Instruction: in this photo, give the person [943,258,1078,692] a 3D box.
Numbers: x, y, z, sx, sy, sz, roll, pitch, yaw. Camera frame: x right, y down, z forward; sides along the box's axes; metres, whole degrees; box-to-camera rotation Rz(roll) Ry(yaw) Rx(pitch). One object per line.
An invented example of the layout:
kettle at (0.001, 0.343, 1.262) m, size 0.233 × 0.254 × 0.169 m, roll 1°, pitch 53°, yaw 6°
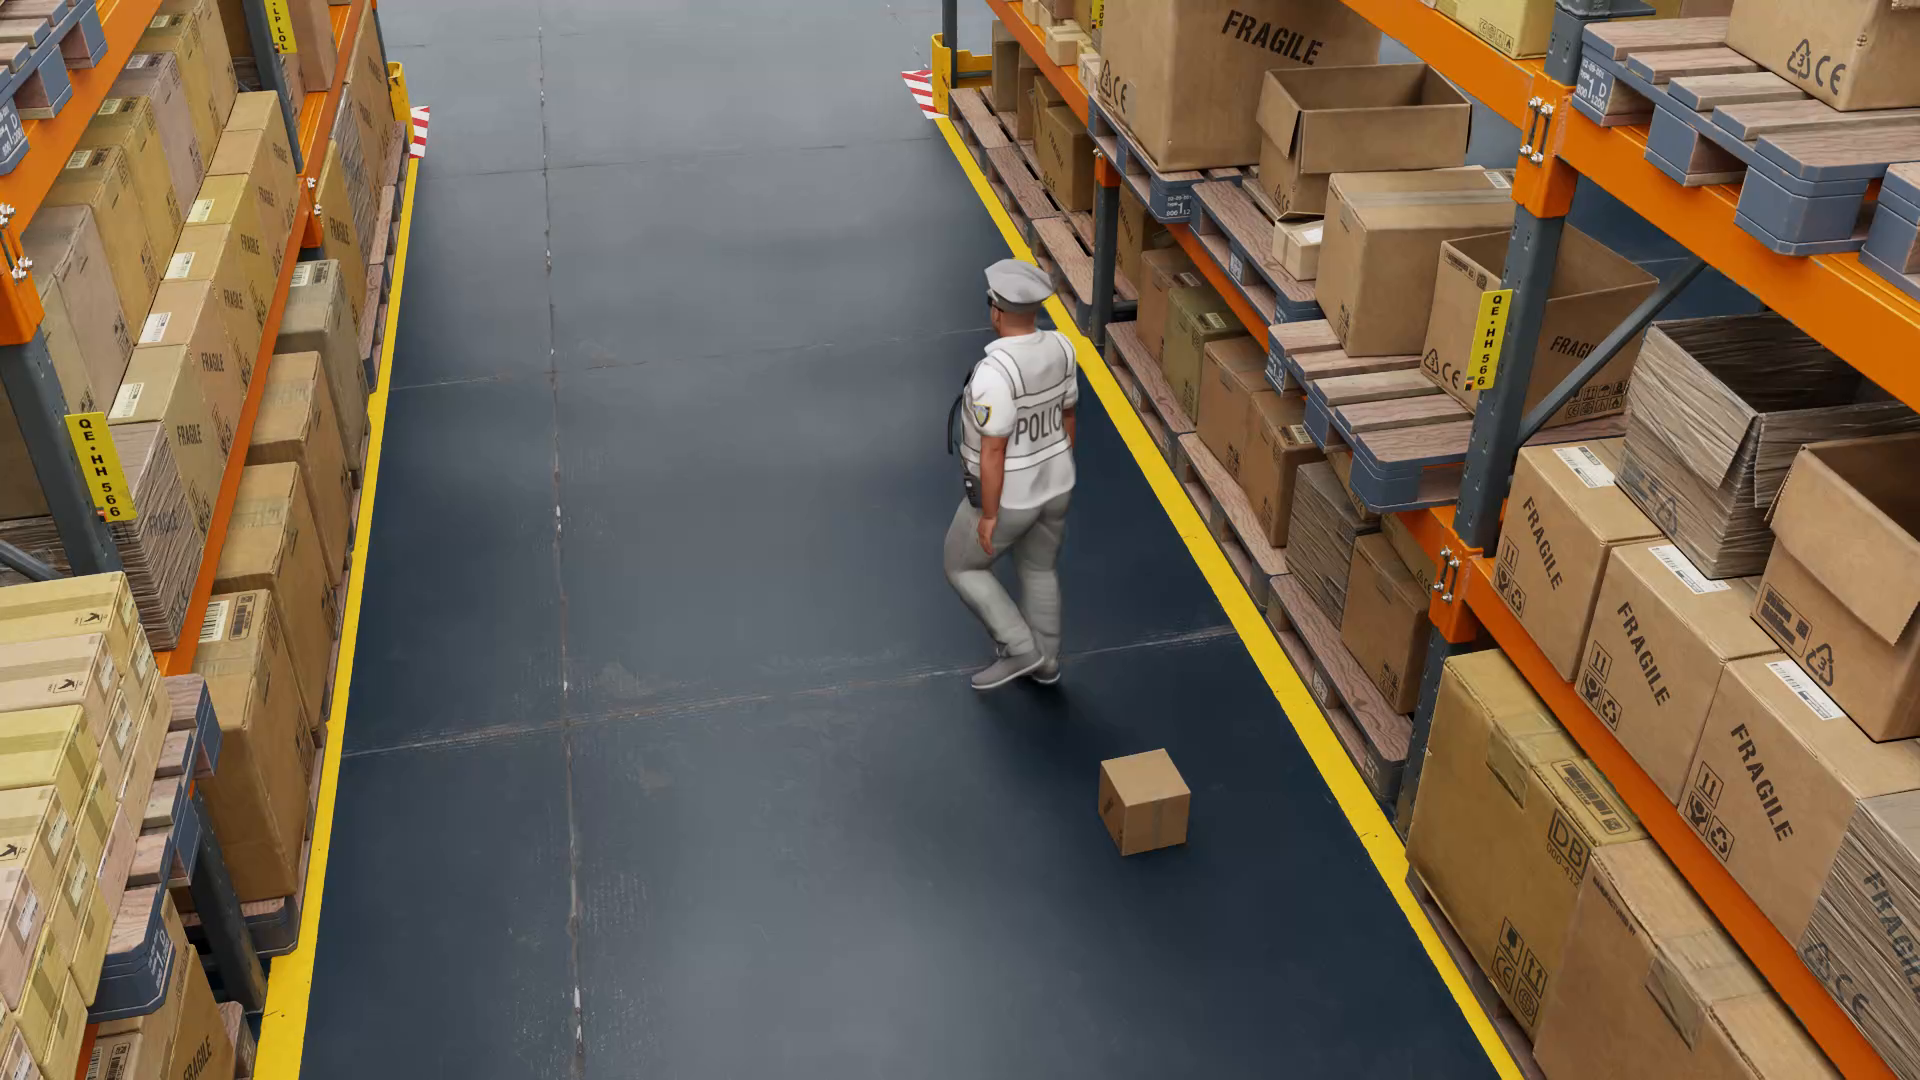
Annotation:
person at (0.240, -0.196, 6.398) m, size 0.588 × 1.746 × 0.488 m, roll -28°, pitch 43°, yaw -35°
